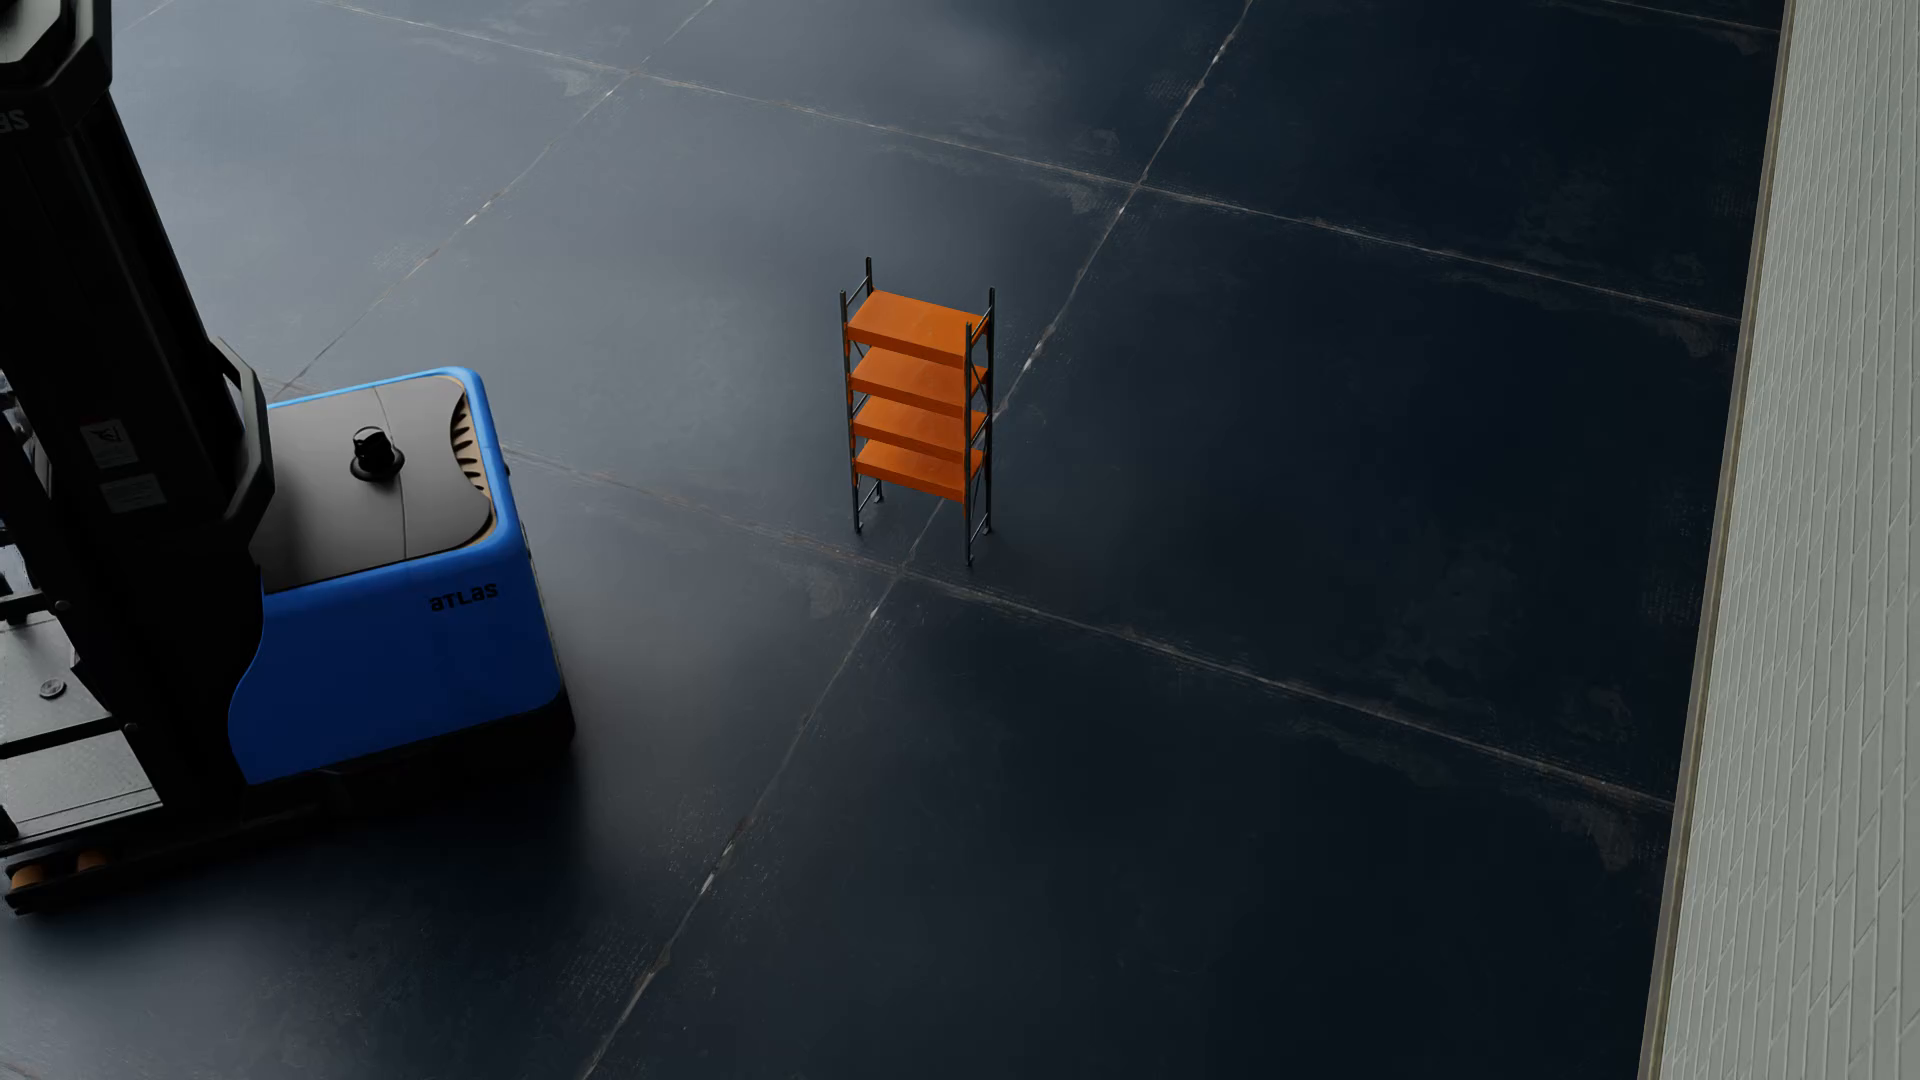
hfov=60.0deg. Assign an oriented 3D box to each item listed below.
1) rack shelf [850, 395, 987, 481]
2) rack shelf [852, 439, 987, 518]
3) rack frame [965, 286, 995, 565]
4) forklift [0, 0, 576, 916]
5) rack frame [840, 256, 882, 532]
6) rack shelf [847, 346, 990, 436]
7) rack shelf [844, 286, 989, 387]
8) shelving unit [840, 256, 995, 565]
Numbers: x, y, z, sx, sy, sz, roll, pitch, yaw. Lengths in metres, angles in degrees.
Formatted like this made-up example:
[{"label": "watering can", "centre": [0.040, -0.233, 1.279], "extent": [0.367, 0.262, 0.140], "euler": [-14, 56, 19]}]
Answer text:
[{"label": "rack shelf", "centre": [-0.153, -0.423, 6.419], "extent": [0.480, 0.148, 0.258], "euler": [16, 47, 16]}, {"label": "rack shelf", "centre": [-0.153, -0.282, 6.559], "extent": [0.480, 0.148, 0.258], "euler": [16, 47, 16]}, {"label": "rack frame", "centre": [0.072, -0.404, 6.305], "extent": [0.015, 1.200, 0.240], "euler": [16, 47, 16]}, {"label": "forklift", "centre": [-2.950, -0.233, 4.906], "extent": [3.031, 2.935, 1.130], "euler": [-15, 47, -14]}, {"label": "rack frame", "centre": [-0.378, -0.537, 6.439], "extent": [0.015, 1.200, 0.240], "euler": [16, 47, 16]}, {"label": "rack shelf", "centre": [-0.153, -0.581, 6.262], "extent": [0.480, 0.148, 0.258], "euler": [16, 47, 16]}, {"label": "rack shelf", "centre": [-0.153, -0.749, 6.095], "extent": [0.480, 0.148, 0.258], "euler": [16, 47, 16]}, {"label": "shelving unit", "centre": [-0.153, -0.470, 6.372], "extent": [0.503, 1.200, 0.258], "euler": [16, 47, 16]}]
